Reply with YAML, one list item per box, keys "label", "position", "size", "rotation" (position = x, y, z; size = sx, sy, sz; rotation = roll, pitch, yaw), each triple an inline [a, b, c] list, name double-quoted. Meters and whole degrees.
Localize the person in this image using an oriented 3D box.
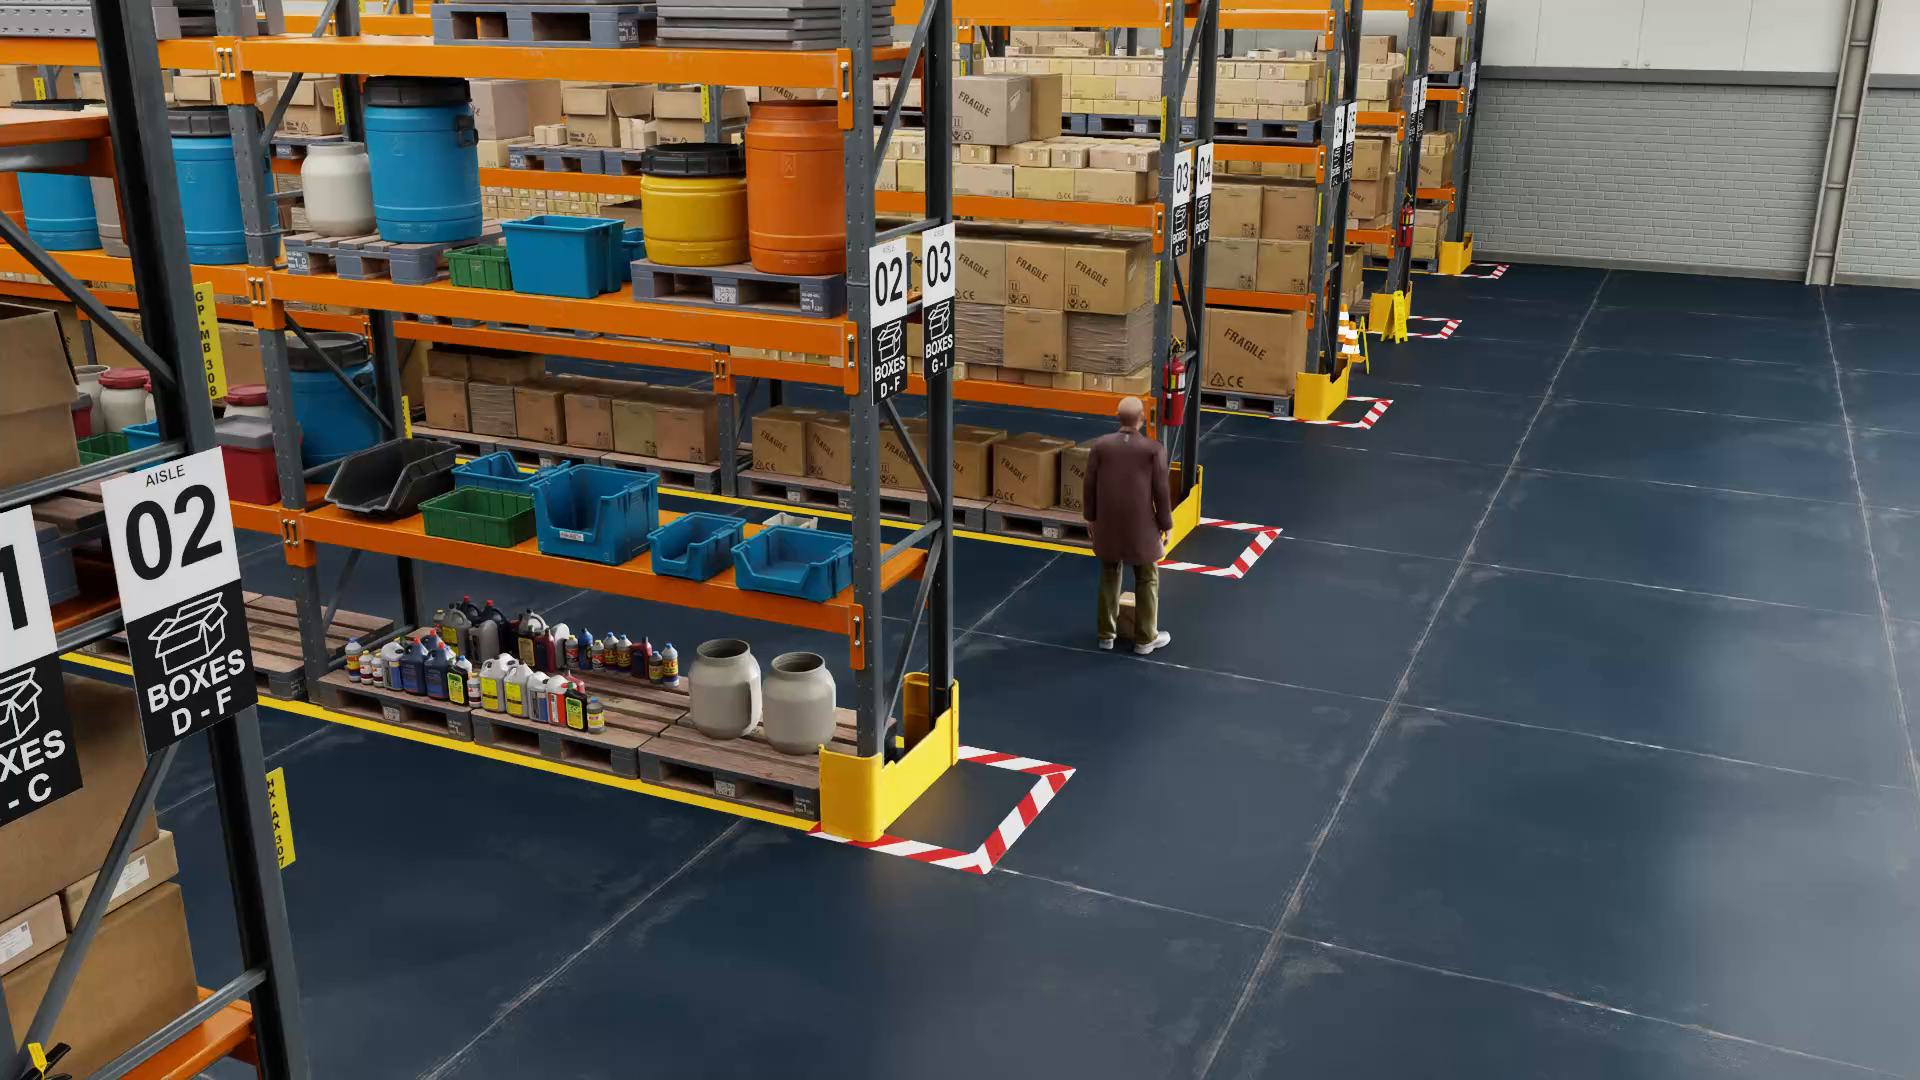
- label: "person"
  position: [1.151, -0.106, 11.399]
  size: [0.646, 1.774, 0.419]
  rotation: [8, 20, 22]
